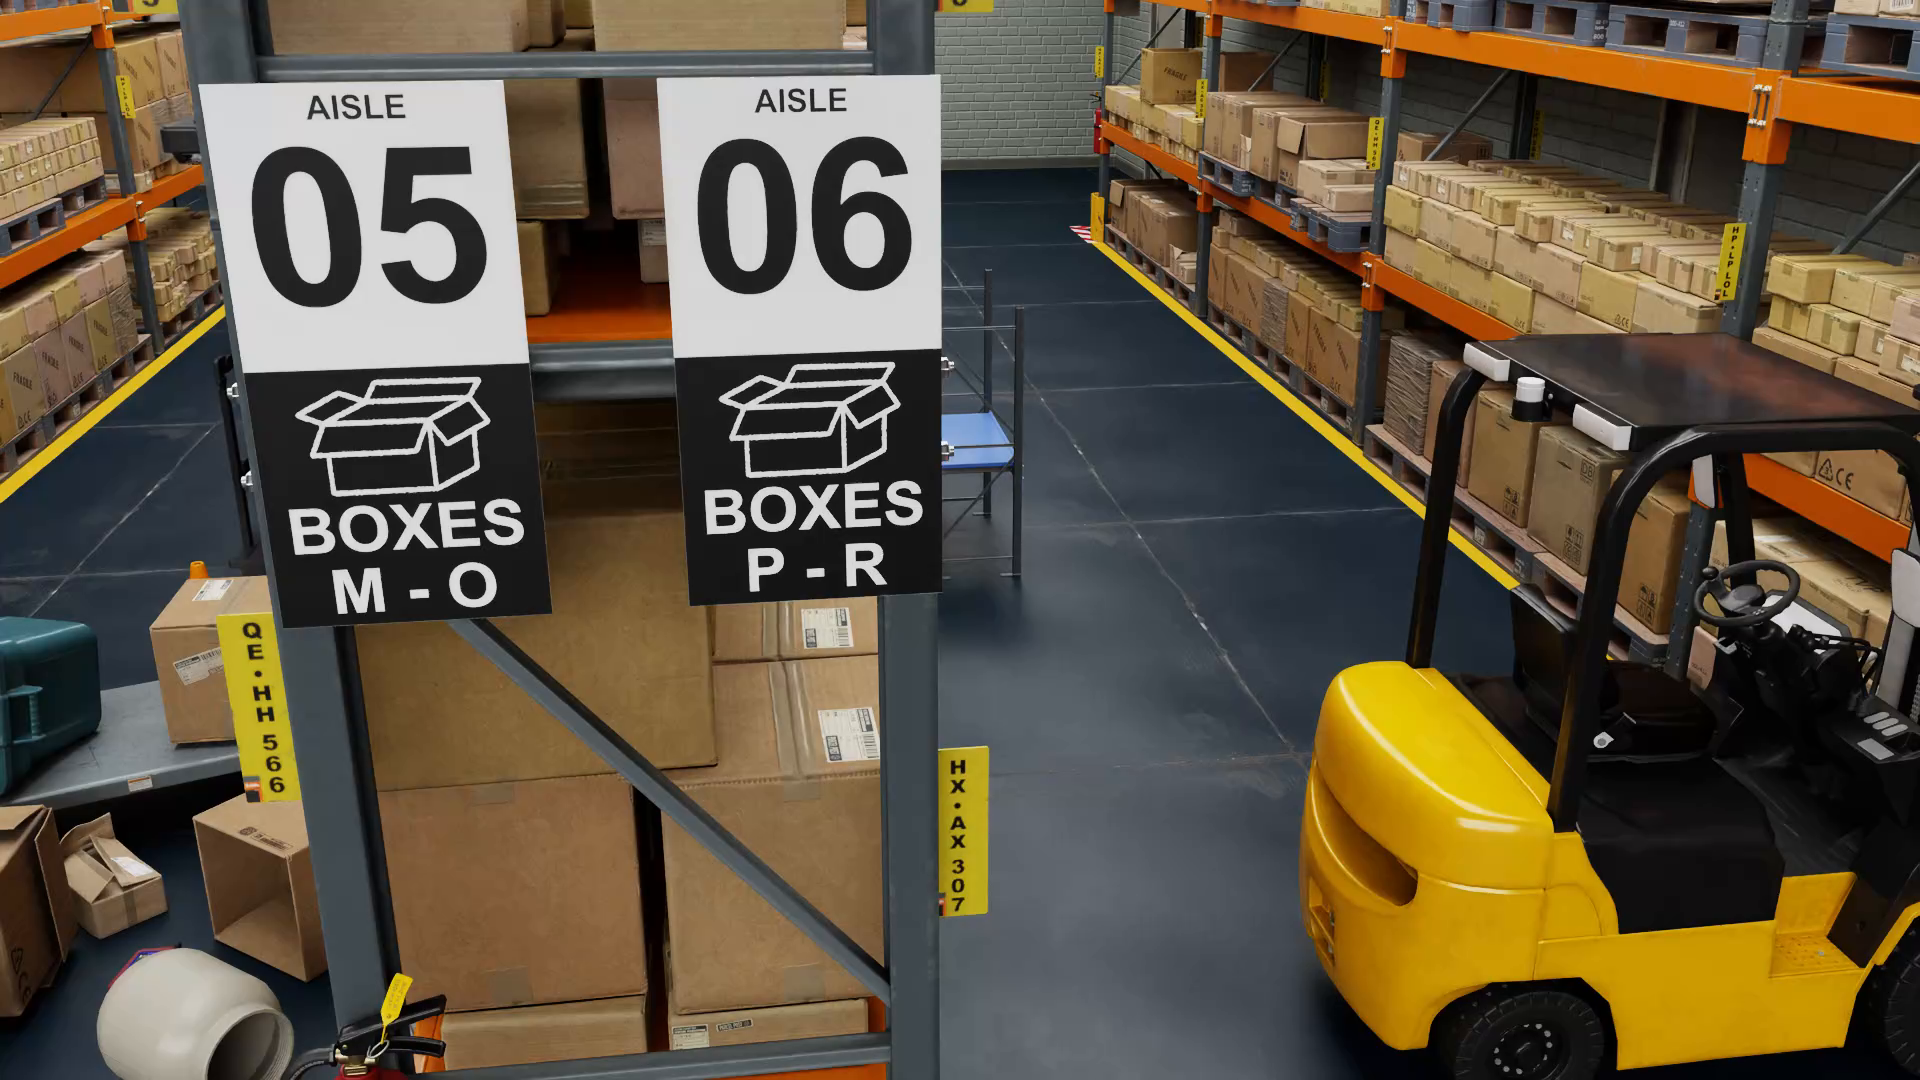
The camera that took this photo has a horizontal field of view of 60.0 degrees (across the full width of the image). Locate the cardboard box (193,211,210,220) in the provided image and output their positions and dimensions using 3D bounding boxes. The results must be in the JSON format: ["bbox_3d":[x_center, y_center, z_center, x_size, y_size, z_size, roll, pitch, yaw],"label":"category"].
[{"bbox_3d":[-7.422,-3.199,16.619,0.380,0.149,0.250,-3,21,-7],"label":"cardboard box"}]

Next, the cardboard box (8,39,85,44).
[{"bbox_3d":[-7.567,-3.917,13.920,0.500,0.500,0.500,-4,21,-9],"label":"cardboard box"}]

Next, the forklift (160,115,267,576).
[{"bbox_3d":[-3.220,-1.116,8.514,1.130,2.935,3.031,-2,21,-6],"label":"forklift"}]

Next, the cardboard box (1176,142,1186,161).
[{"bbox_3d":[2.227,-3.629,15.505,0.380,0.149,0.250,-2,21,-6],"label":"cardboard box"}]

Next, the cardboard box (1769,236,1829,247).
[{"bbox_3d":[3.936,-1.367,8.018,0.380,0.149,0.250,-3,21,-8],"label":"cardboard box"}]

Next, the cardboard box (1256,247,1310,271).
[{"bbox_3d":[2.648,-2.300,13.633,0.380,0.149,0.250,-3,21,-8],"label":"cardboard box"}]

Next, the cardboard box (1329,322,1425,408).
[{"bbox_3d":[2.946,-1.248,11.742,0.500,0.500,0.500,-2,21,-6],"label":"cardboard box"}]

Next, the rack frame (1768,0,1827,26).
[{"bbox_3d":[3.796,-3.512,6.257,1.000,3.000,0.127,-3,21,-8],"label":"rack frame"}]

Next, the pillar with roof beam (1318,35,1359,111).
[{"bbox_3d":[-0.825,-6.351,13.859,9.100,9.000,0.400,-3,21,-8],"label":"pillar with roof beam"}]

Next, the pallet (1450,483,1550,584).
[{"bbox_3d":[3.472,-0.072,9.606,1.003,0.211,1.213,-3,21,-8],"label":"pallet"}]

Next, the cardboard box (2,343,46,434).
[{"bbox_3d":[-6.501,-1.007,11.099,0.500,0.500,0.500,-3,21,-7],"label":"cardboard box"}]

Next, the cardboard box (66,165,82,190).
[{"bbox_3d":[-6.827,-2.710,12.444,0.380,0.149,0.250,-3,21,-8],"label":"cardboard box"}]

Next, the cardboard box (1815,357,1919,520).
[{"bbox_3d":[3.693,-0.402,6.362,0.500,0.500,0.500,-3,21,-7],"label":"cardboard box"}]

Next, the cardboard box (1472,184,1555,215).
[{"bbox_3d":[3.192,-1.956,9.597,0.380,0.149,0.250,-3,21,-7],"label":"cardboard box"}]

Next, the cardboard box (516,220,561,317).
[{"bbox_3d":[-0.867,-0.462,2.737,0.380,0.149,0.250,-3,21,-8],"label":"cardboard box"}]

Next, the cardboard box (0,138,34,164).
[{"bbox_3d":[-6.714,-2.712,11.599,0.380,0.149,0.250,-4,21,-10],"label":"cardboard box"}]

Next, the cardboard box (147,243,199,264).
[{"bbox_3d":[-7.079,-2.569,14.932,0.380,0.149,0.250,-2,21,-7],"label":"cardboard box"}]

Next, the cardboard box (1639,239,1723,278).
[{"bbox_3d":[3.489,-1.335,7.933,0.380,0.149,0.250,-3,21,-8],"label":"cardboard box"}]

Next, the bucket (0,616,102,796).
[{"bbox_3d":[-3.698,0.587,6.363,0.726,0.611,0.620,4,11,11],"label":"bucket"}]

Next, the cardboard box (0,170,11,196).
[{"bbox_3d":[-6.634,-2.392,11.166,0.380,0.149,0.250,-3,21,-8],"label":"cardboard box"}]

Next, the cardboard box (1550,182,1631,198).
[{"bbox_3d":[3.657,-1.981,9.663,0.380,0.149,0.250,-3,21,-8],"label":"cardboard box"}]

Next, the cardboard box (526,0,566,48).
[{"bbox_3d":[-0.879,-0.919,2.823,0.380,0.149,0.250,-3,21,-7],"label":"cardboard box"}]

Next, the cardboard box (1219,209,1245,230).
[{"bbox_3d":[2.491,-2.806,14.561,0.380,0.149,0.250,-3,21,-9],"label":"cardboard box"}]

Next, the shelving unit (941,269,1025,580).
[{"bbox_3d":[0.012,-0.673,9.375,0.538,1.500,1.048,-3,21,-8],"label":"shelving unit"}]

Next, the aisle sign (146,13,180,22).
[{"bbox_3d":[-8.036,-5.548,16.567,0.394,0.787,0.004,-3,21,-8],"label":"aisle sign"}]

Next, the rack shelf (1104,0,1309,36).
[{"bbox_3d":[2.355,-5.232,16.178,1.077,0.370,4.000,-3,21,-8],"label":"rack shelf"}]

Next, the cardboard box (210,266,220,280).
[{"bbox_3d":[-7.189,-2.564,15.768,0.380,0.149,0.250,-3,21,-7],"label":"cardboard box"}]

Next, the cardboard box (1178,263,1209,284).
[{"bbox_3d":[2.272,-2.511,15.625,0.380,0.149,0.250,-4,21,-9],"label":"cardboard box"}]

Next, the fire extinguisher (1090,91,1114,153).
[{"bbox_3d":[1.588,-4.673,18.584,0.296,0.674,0.183,-3,21,-8],"label":"fire extinguisher"}]

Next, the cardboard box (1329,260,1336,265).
[{"bbox_3d":[3.210,-2.242,13.477,0.380,0.149,0.250,-3,21,-7],"label":"cardboard box"}]

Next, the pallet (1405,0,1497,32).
[{"bbox_3d":[3.406,-3.173,9.906,1.213,0.211,1.003,-2,21,-5],"label":"pallet"}]

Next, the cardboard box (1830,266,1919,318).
[{"bbox_3d":[3.693,-0.981,6.560,0.380,0.149,0.250,-3,21,-7],"label":"cardboard box"}]

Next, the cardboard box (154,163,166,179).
[{"bbox_3d":[-7.104,-3.202,14.360,0.380,0.149,0.250,-4,21,-10],"label":"cardboard box"}]

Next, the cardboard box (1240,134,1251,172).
[{"bbox_3d":[2.464,-3.105,13.333,0.396,0.266,0.258,-2,21,-5],"label":"cardboard box"}]

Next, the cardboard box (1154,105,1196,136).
[{"bbox_3d":[2.183,-4.050,16.063,0.500,0.250,0.500,-3,21,-8],"label":"cardboard box"}]

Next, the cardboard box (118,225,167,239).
[{"bbox_3d":[-7.773,-2.900,15.818,0.380,0.149,0.250,-2,21,-6],"label":"cardboard box"}]

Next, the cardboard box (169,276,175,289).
[{"bbox_3d":[-7.084,-2.243,14.483,0.380,0.149,0.250,-3,21,-8],"label":"cardboard box"}]

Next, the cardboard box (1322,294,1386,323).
[{"bbox_3d":[2.828,-1.667,11.938,0.380,0.149,0.250,-4,21,-11],"label":"cardboard box"}]

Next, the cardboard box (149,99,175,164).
[{"bbox_3d":[-7.053,-3.476,14.168,0.500,0.500,0.500,-3,21,-8],"label":"cardboard box"}]

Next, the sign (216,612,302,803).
[{"bbox_3d":[-1.091,0.266,2.611,0.100,0.325,0.005,-3,21,-8],"label":"sign"}]

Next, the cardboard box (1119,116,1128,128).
[{"bbox_3d":[1.925,-4.525,17.904,0.380,0.149,0.250,-2,21,-6],"label":"cardboard box"}]

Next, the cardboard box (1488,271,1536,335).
[{"bbox_3d":[3.264,-1.318,9.172,0.500,0.250,0.500,-2,21,-6],"label":"cardboard box"}]

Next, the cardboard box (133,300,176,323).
[{"bbox_3d":[-6.887,-1.938,14.093,0.380,0.149,0.250,-4,21,-10],"label":"cardboard box"}]

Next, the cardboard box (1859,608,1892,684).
[{"bbox_3d":[3.702,0.454,6.114,0.500,0.250,0.500,-2,21,-6],"label":"cardboard box"}]

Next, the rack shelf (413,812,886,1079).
[{"bbox_3d":[-0.827,0.580,4.905,1.077,0.370,4.000,-3,21,-8],"label":"rack shelf"}]

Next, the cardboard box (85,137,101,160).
[{"bbox_3d":[-6.899,-3.026,12.863,0.380,0.149,0.250,-2,21,-6],"label":"cardboard box"}]

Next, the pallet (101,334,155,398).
[{"bbox_3d":[-7.038,-1.359,13.053,1.003,0.211,1.213,-3,21,-8],"label":"pallet"}]

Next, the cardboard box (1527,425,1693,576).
[{"bbox_3d":[3.606,-0.235,8.851,0.875,0.625,0.625,-3,21,-8],"label":"cardboard box"}]

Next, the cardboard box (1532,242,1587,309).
[{"bbox_3d":[3.323,-1.377,8.617,0.500,0.250,0.500,-3,21,-7],"label":"cardboard box"}]

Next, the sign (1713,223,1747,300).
[{"bbox_3d":[3.261,-1.176,7.036,0.100,0.325,0.005,-3,21,-8],"label":"sign"}]

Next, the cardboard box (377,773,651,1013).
[{"bbox_3d":[-0.889,0.575,3.321,0.500,0.500,0.500,-3,21,-9],"label":"cardboard box"}]

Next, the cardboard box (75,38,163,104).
[{"bbox_3d":[-7.066,-3.937,13.972,0.500,0.500,0.500,-4,21,-9],"label":"cardboard box"}]
